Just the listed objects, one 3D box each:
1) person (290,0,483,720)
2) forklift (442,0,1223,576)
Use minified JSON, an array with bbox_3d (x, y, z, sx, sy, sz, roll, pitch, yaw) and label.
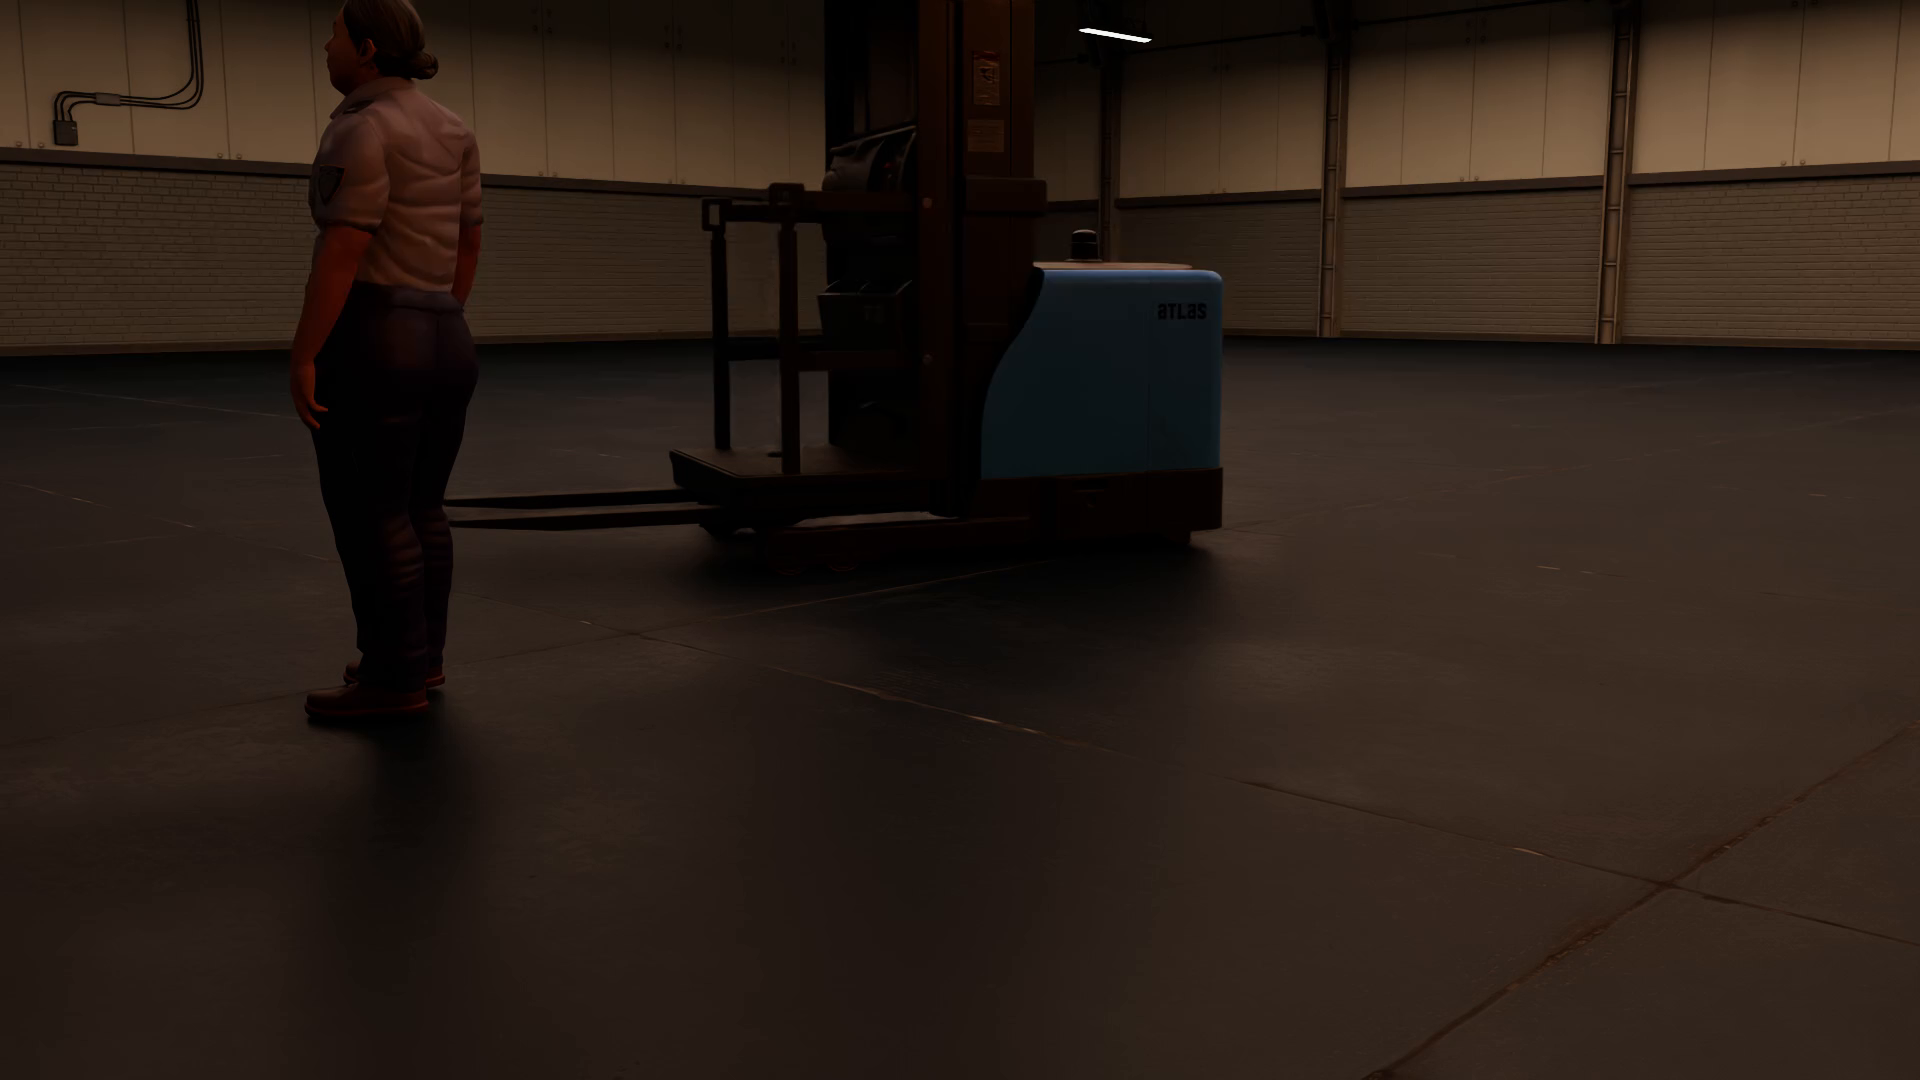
[{"bbox_3d":[-1.397,-0.410,3.864,0.504,1.650,0.596,2,9,15],"label":"person"},{"bbox_3d":[-0.535,-1.411,6.246,3.031,2.935,1.130,-3,9,-22],"label":"forklift"}]
